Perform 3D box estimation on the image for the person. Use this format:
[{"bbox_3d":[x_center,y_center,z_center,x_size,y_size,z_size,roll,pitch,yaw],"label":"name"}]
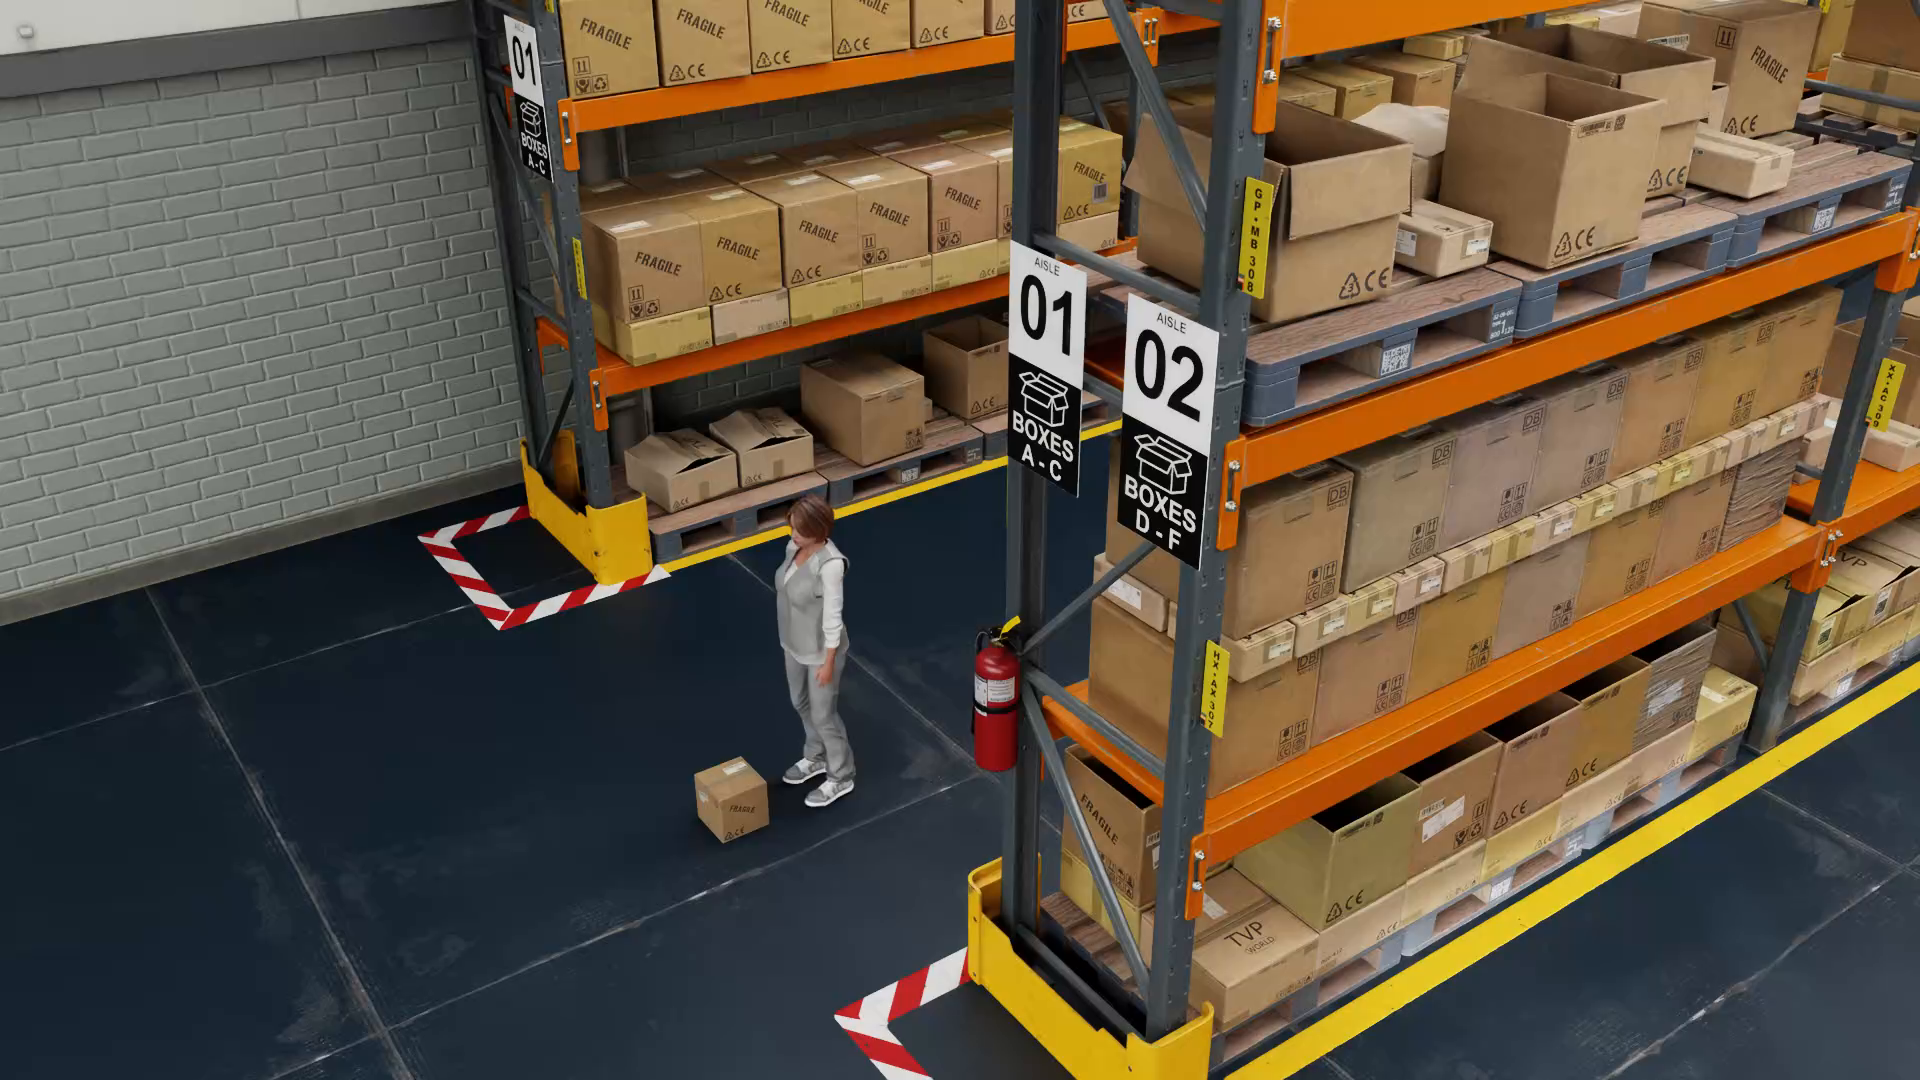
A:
[{"bbox_3d":[-0.669,0.511,7.718,0.304,1.595,0.406,-18,34,-29],"label":"person"}]
